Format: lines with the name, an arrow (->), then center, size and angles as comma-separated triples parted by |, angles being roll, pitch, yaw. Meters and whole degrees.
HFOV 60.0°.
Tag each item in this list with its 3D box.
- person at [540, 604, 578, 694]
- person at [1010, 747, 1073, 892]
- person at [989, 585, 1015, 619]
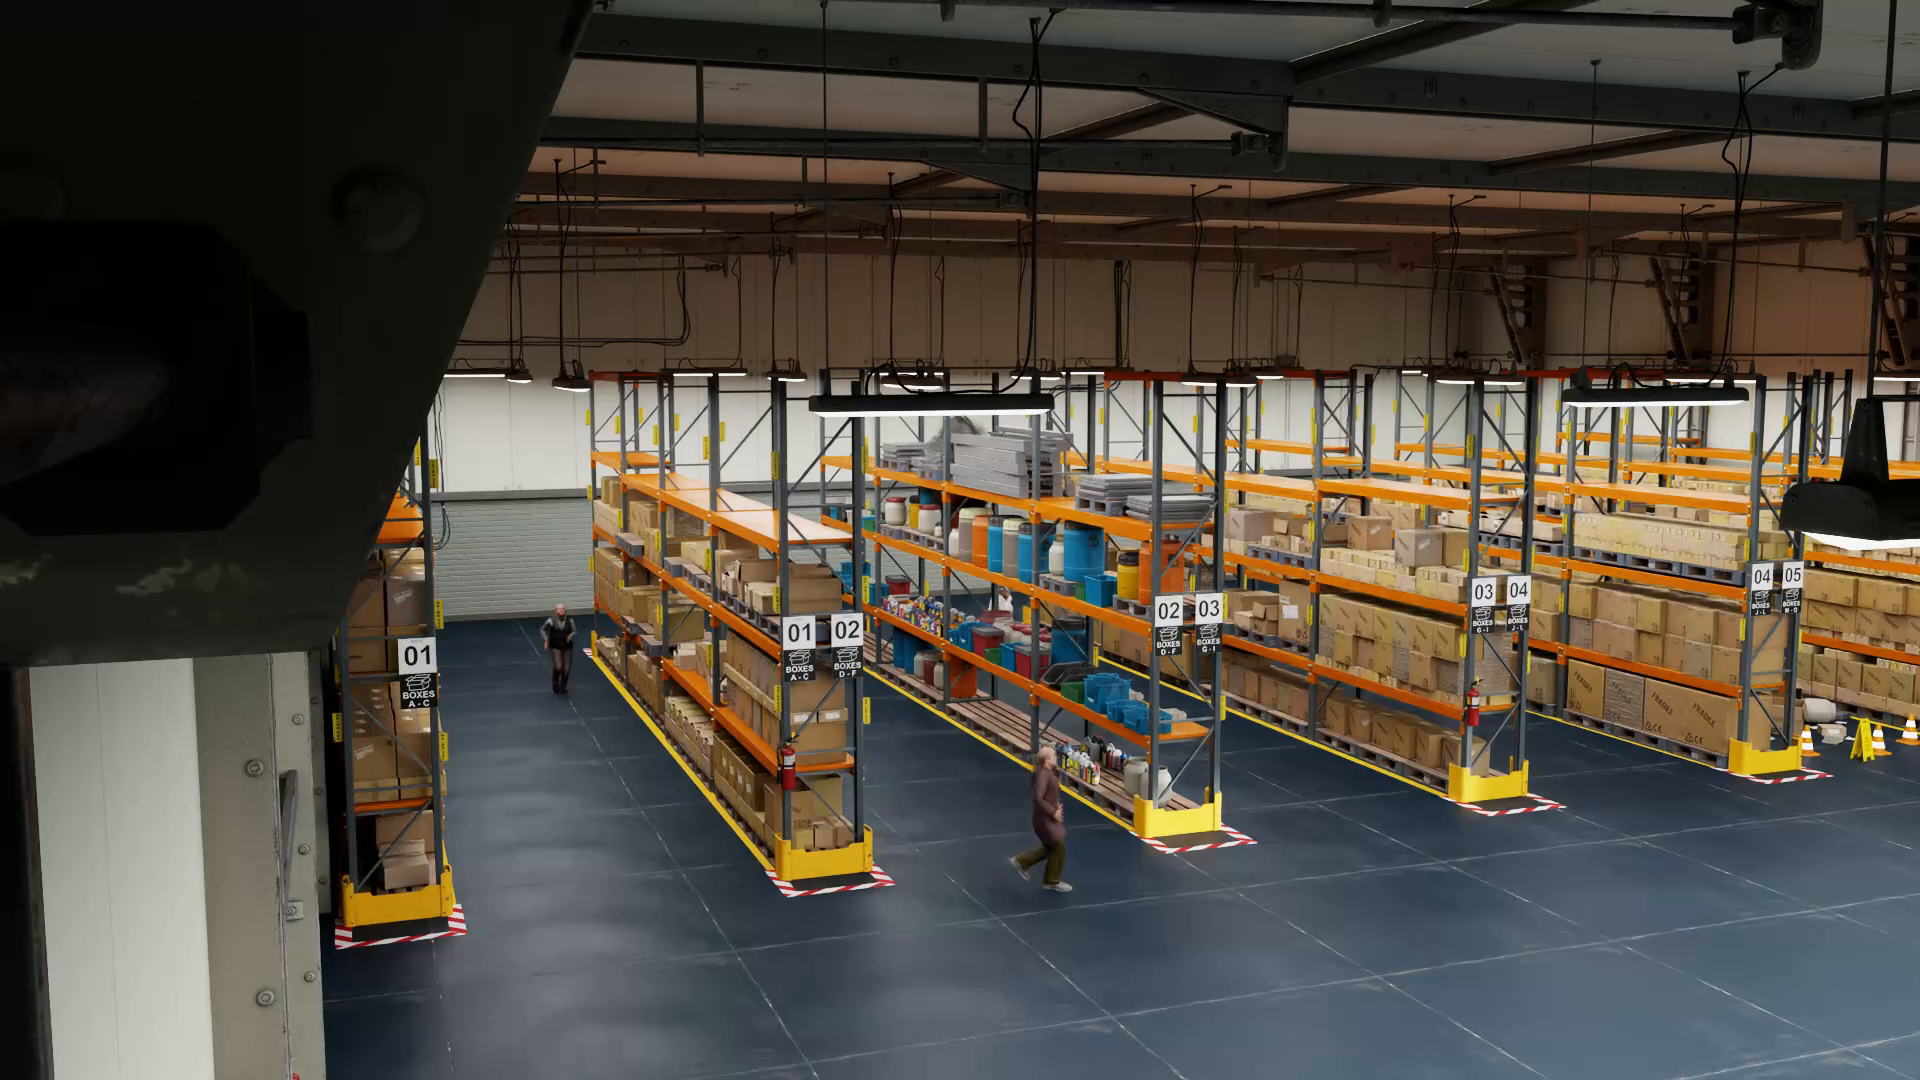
person -> -7.420, 2.067, 30.906 | 0.652, 1.605, 0.647 | -3, 7, -25
person -> 0.955, 3.292, 19.552 | 0.750, 1.754, 0.751 | 0, 6, 3
person -> 0.787, 1.692, 33.510 | 0.638, 1.688, 1.022 | -5, 8, -37
